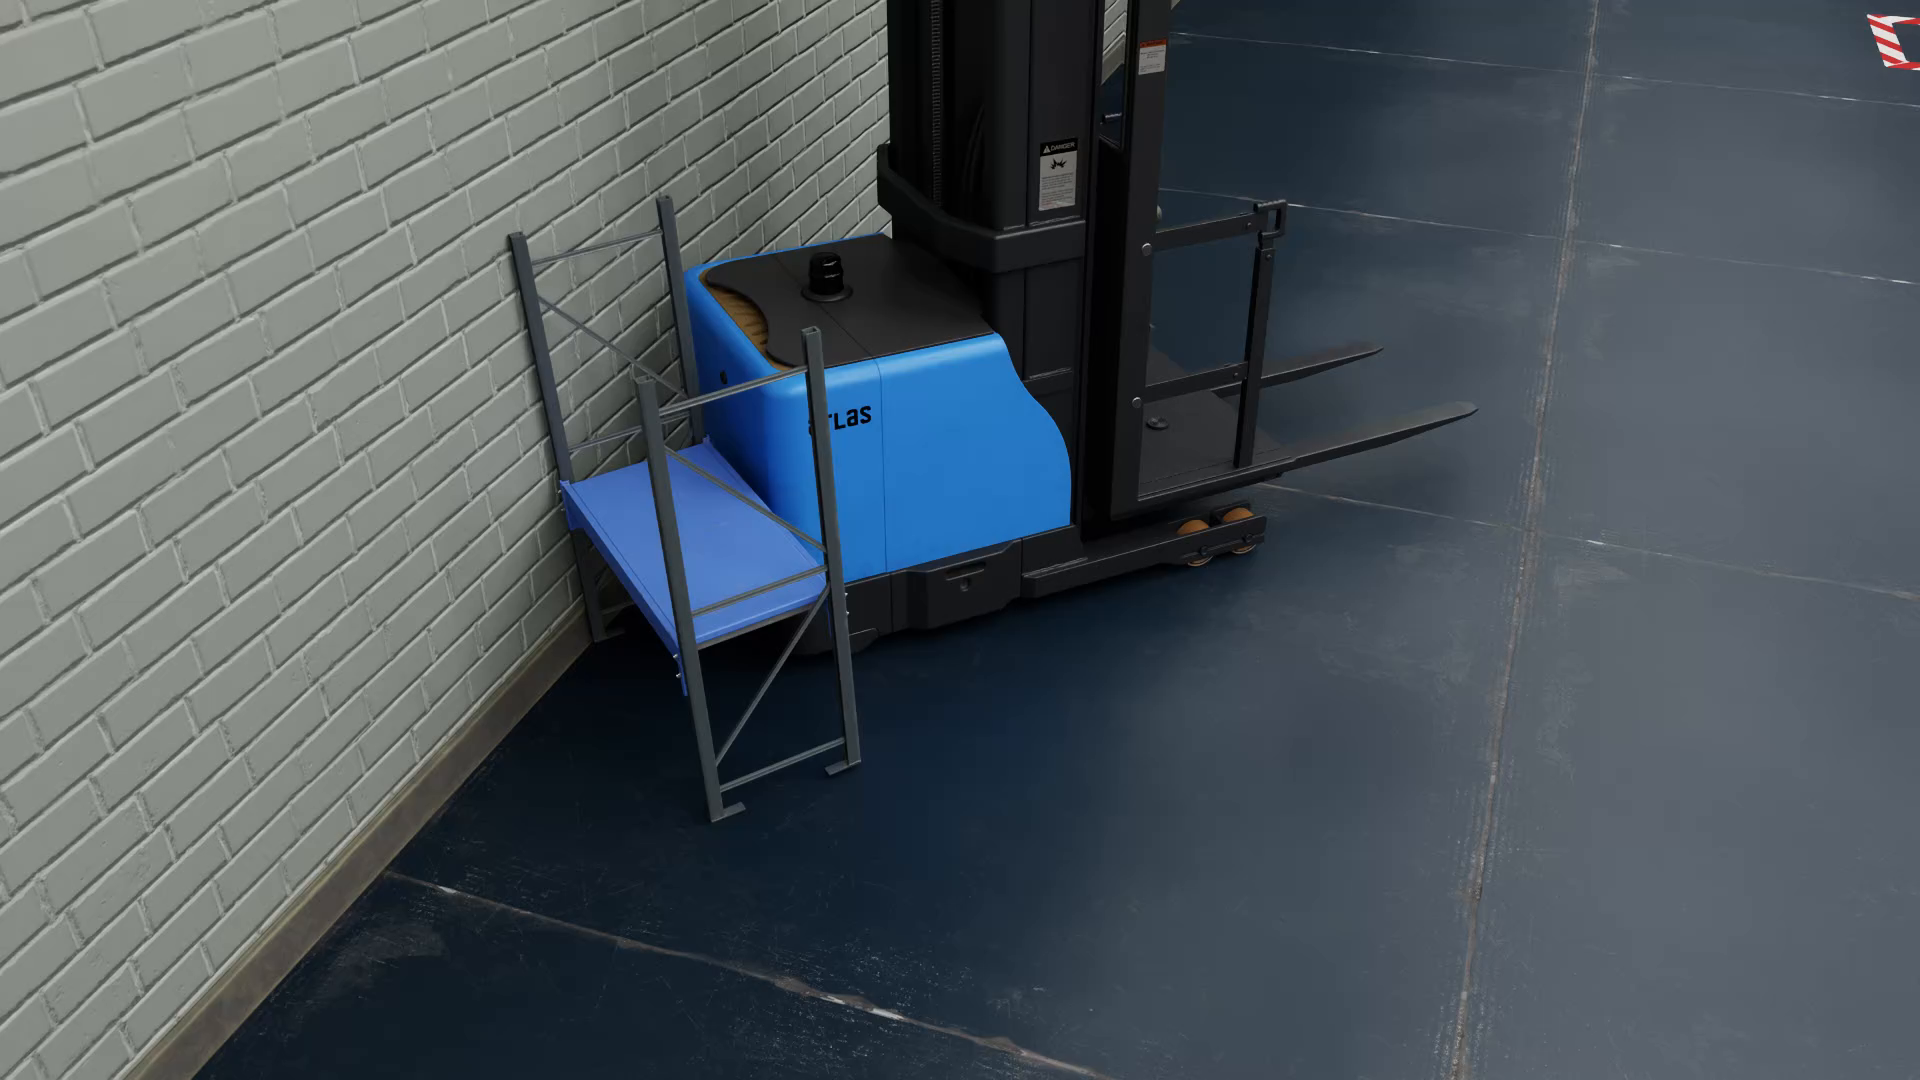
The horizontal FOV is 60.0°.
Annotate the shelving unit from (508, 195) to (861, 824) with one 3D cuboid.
[{"bbox_3d":[-0.810,-0.101,4.987,0.538,1.500,1.048,-20,39,-23],"label":"shelving unit"}]

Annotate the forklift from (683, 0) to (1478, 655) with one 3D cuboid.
[{"bbox_3d":[0.568,-1.379,5.683,3.031,2.935,1.130,-15,36,-21],"label":"forklift"}]

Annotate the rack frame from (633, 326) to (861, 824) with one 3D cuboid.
[{"bbox_3d":[-0.556,0.145,4.621,0.500,1.500,0.032,-20,39,-23],"label":"rack frame"}]

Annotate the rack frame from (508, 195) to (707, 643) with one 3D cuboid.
[{"bbox_3d":[-1.064,-0.346,5.353,0.500,1.500,0.032,-20,39,-23],"label":"rack frame"}]

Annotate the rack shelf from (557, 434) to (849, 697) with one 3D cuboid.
[{"bbox_3d":[-0.804,0.047,5.090,0.538,0.185,1.000,-20,39,-23],"label":"rack shelf"}]
